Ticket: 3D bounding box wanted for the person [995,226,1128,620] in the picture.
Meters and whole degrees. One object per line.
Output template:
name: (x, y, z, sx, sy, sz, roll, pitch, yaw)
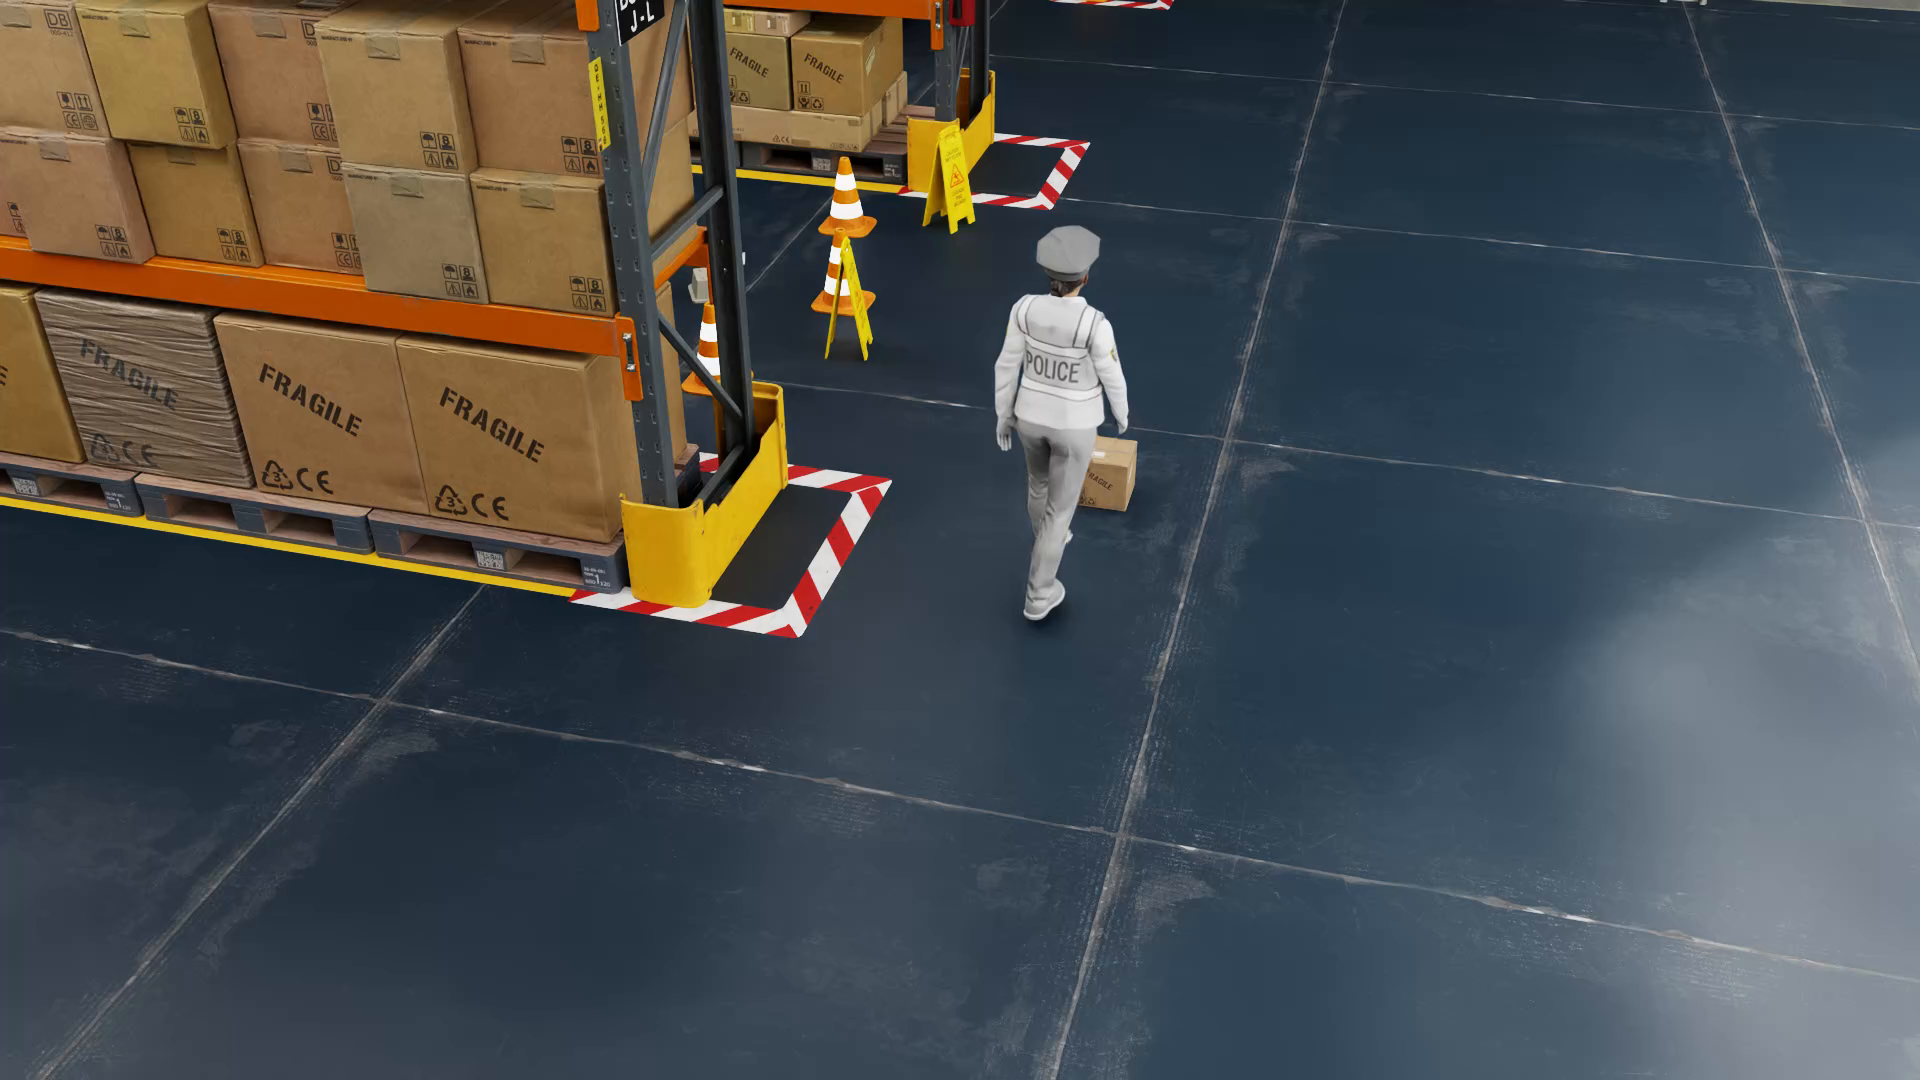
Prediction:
person: (0.443, -0.520, 6.926, 0.525, 1.685, 0.744, 18, 37, 26)
